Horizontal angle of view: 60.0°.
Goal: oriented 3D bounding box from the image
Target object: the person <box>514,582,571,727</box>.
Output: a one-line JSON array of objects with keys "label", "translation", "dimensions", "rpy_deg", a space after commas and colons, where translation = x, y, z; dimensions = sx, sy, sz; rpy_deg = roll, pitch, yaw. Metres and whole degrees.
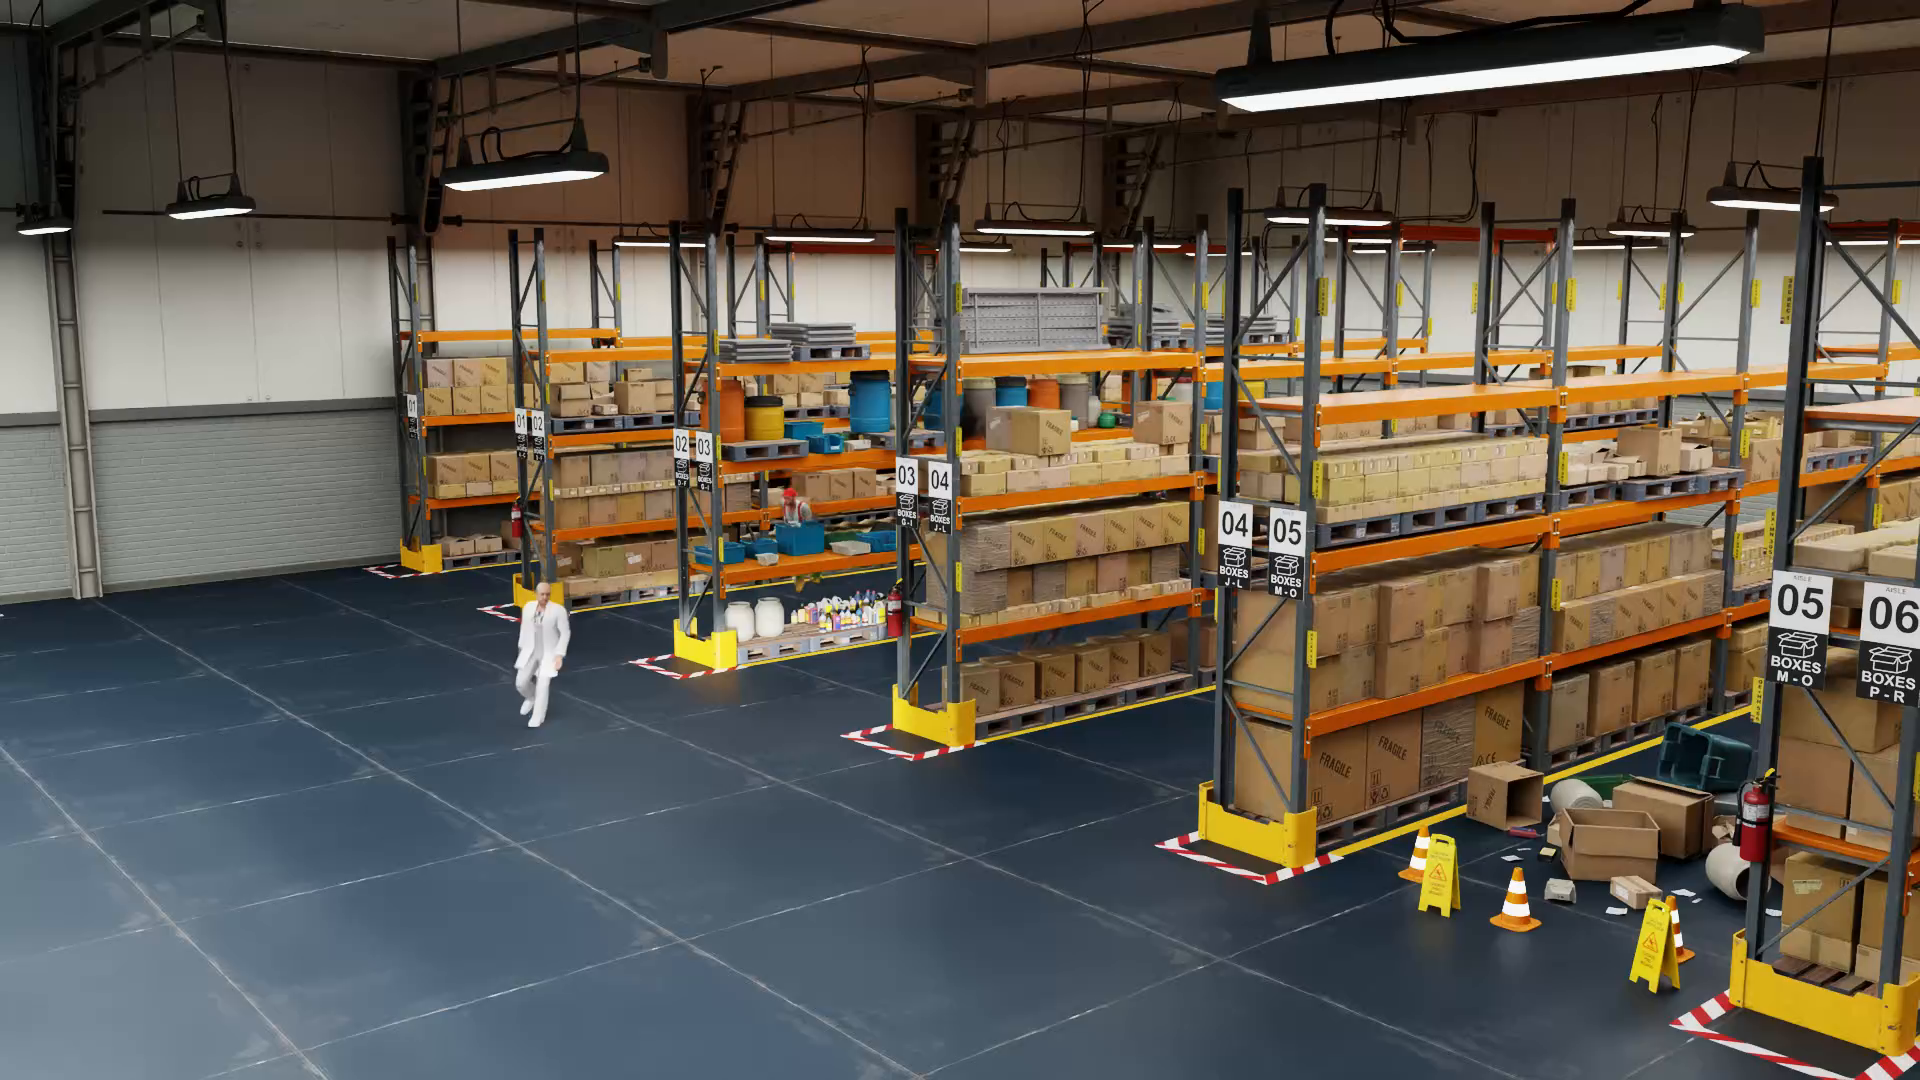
[{"label": "person", "translation": [-4.871, 1.332, 19.441], "dimensions": [0.697, 1.733, 0.606], "rpy_deg": [0, 9, 2]}]

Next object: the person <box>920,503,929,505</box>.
[{"label": "person", "translation": [-0.689, -0.881, 34.077], "dimensions": [0.667, 1.654, 0.796], "rpy_deg": [7, 11, 40]}]

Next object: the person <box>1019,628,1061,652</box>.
[{"label": "person", "translation": [1.094, 0.650, 22.298], "dimensions": [0.840, 1.723, 0.598], "rpy_deg": [-6, 11, -33]}]

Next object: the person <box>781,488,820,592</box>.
[{"label": "person", "translation": [-2.596, -0.019, 26.815], "dimensions": [0.713, 1.726, 0.960], "rpy_deg": [5, 10, 29]}]
